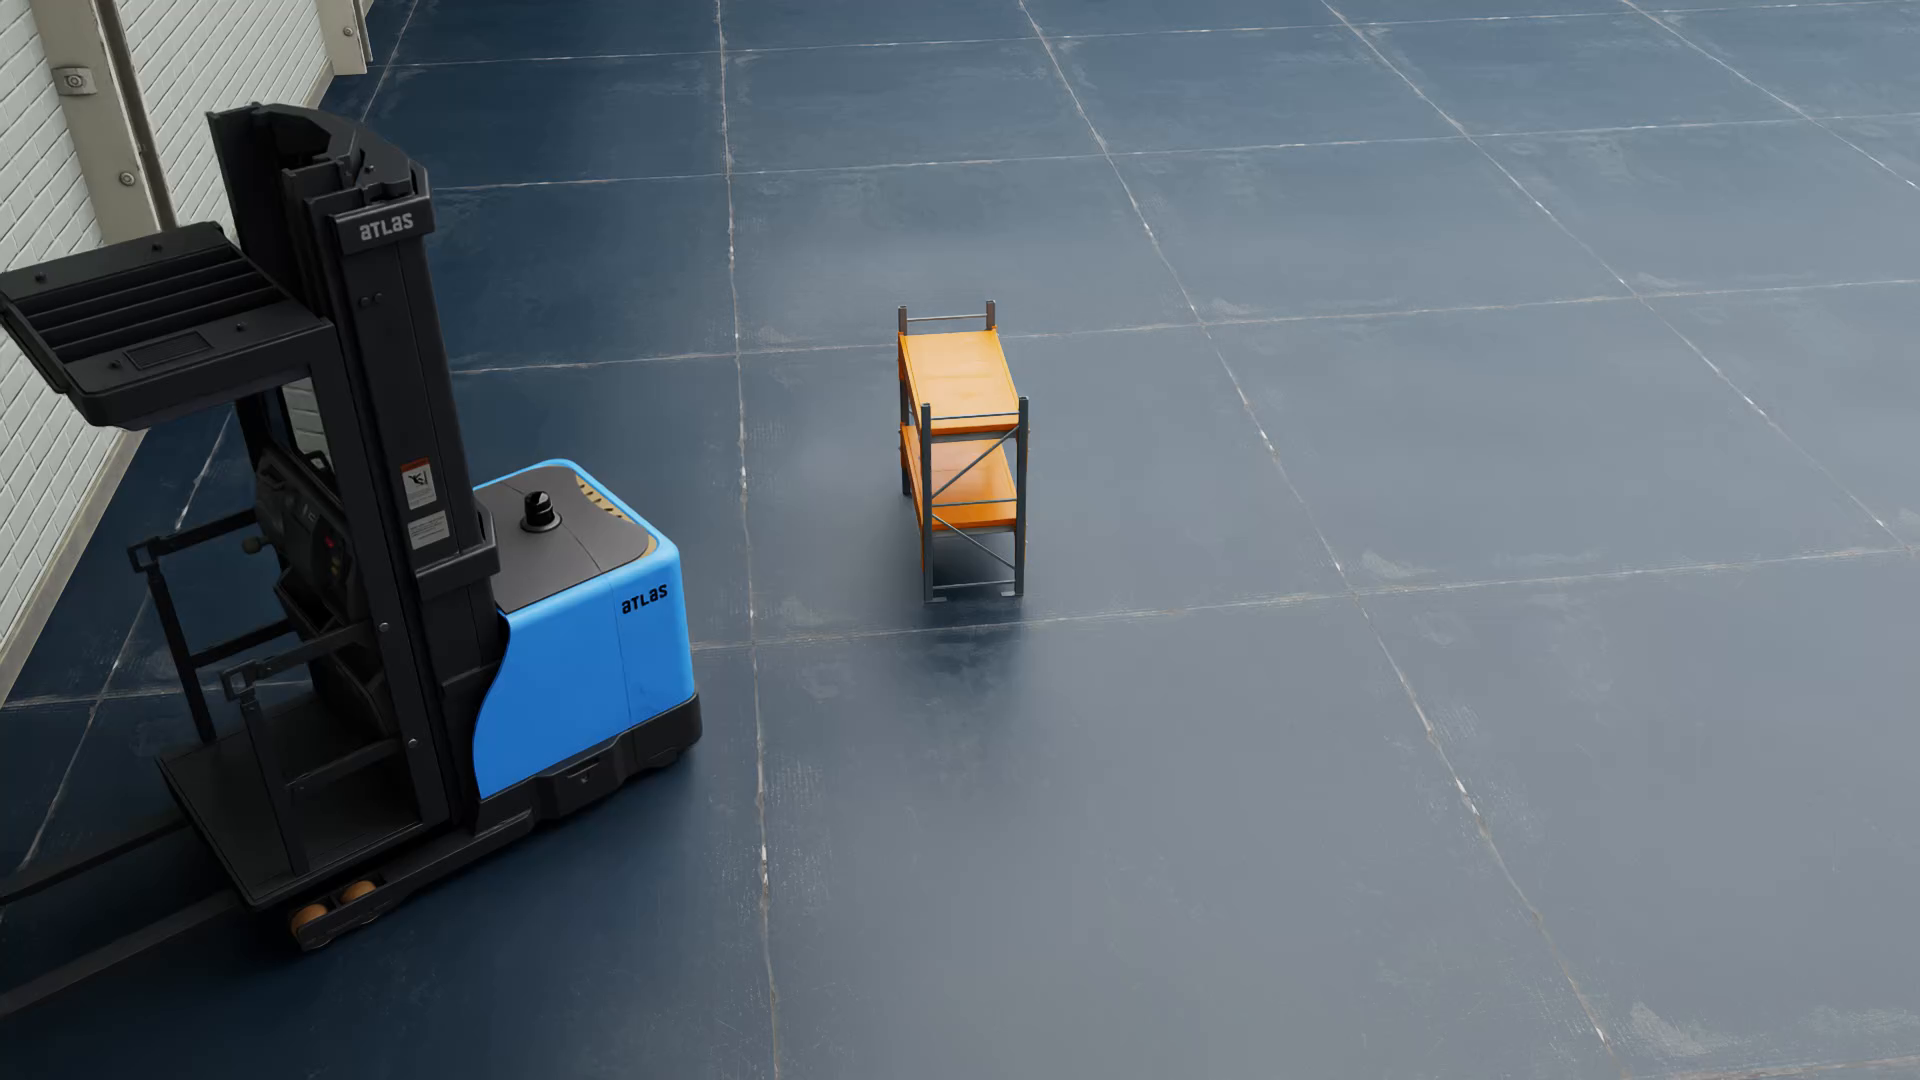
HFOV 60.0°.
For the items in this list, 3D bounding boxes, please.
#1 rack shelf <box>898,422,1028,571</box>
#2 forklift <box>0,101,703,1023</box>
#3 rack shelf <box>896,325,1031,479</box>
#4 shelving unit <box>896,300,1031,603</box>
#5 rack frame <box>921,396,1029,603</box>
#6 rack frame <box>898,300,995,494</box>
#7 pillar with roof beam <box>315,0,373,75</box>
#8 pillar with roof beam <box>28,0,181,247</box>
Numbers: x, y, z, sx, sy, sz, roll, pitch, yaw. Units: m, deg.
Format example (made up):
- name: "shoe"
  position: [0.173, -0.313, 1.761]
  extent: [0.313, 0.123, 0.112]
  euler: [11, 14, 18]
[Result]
- name: "rack shelf"
  position: [0.001, -0.259, 8.565]
  extent: [0.538, 0.278, 1.000]
  euler: [-4, 35, -6]
- name: "forklift"
  position: [-2.595, 0.030, 6.103]
  extent: [3.031, 2.935, 1.130]
  euler: [-25, 42, -32]
- name: "rack shelf"
  position: [0.001, -0.703, 8.263]
  extent: [0.538, 0.278, 1.000]
  euler: [-4, 35, -6]
- name: "shelving unit"
  position: [0.001, -0.461, 8.428]
  extent: [0.538, 1.125, 1.048]
  euler: [-4, 35, -6]
- name: "rack frame"
  position: [0.069, -0.177, 8.011]
  extent: [0.500, 1.125, 0.032]
  euler: [-4, 35, -6]
- name: "rack frame"
  position: [-0.067, -0.745, 8.844]
  extent: [0.500, 1.125, 0.032]
  euler: [-4, 35, -6]
- name: "pillar with roof beam"
  position: [-1.225, -8.313, 12.957]
  extent: [9.100, 9.000, 0.400]
  euler: [-4, 35, -6]
- name: "pillar with roof beam"
  position: [-0.418, -4.964, 8.044]
  extent: [9.100, 9.000, 0.400]
  euler: [-4, 35, -6]
